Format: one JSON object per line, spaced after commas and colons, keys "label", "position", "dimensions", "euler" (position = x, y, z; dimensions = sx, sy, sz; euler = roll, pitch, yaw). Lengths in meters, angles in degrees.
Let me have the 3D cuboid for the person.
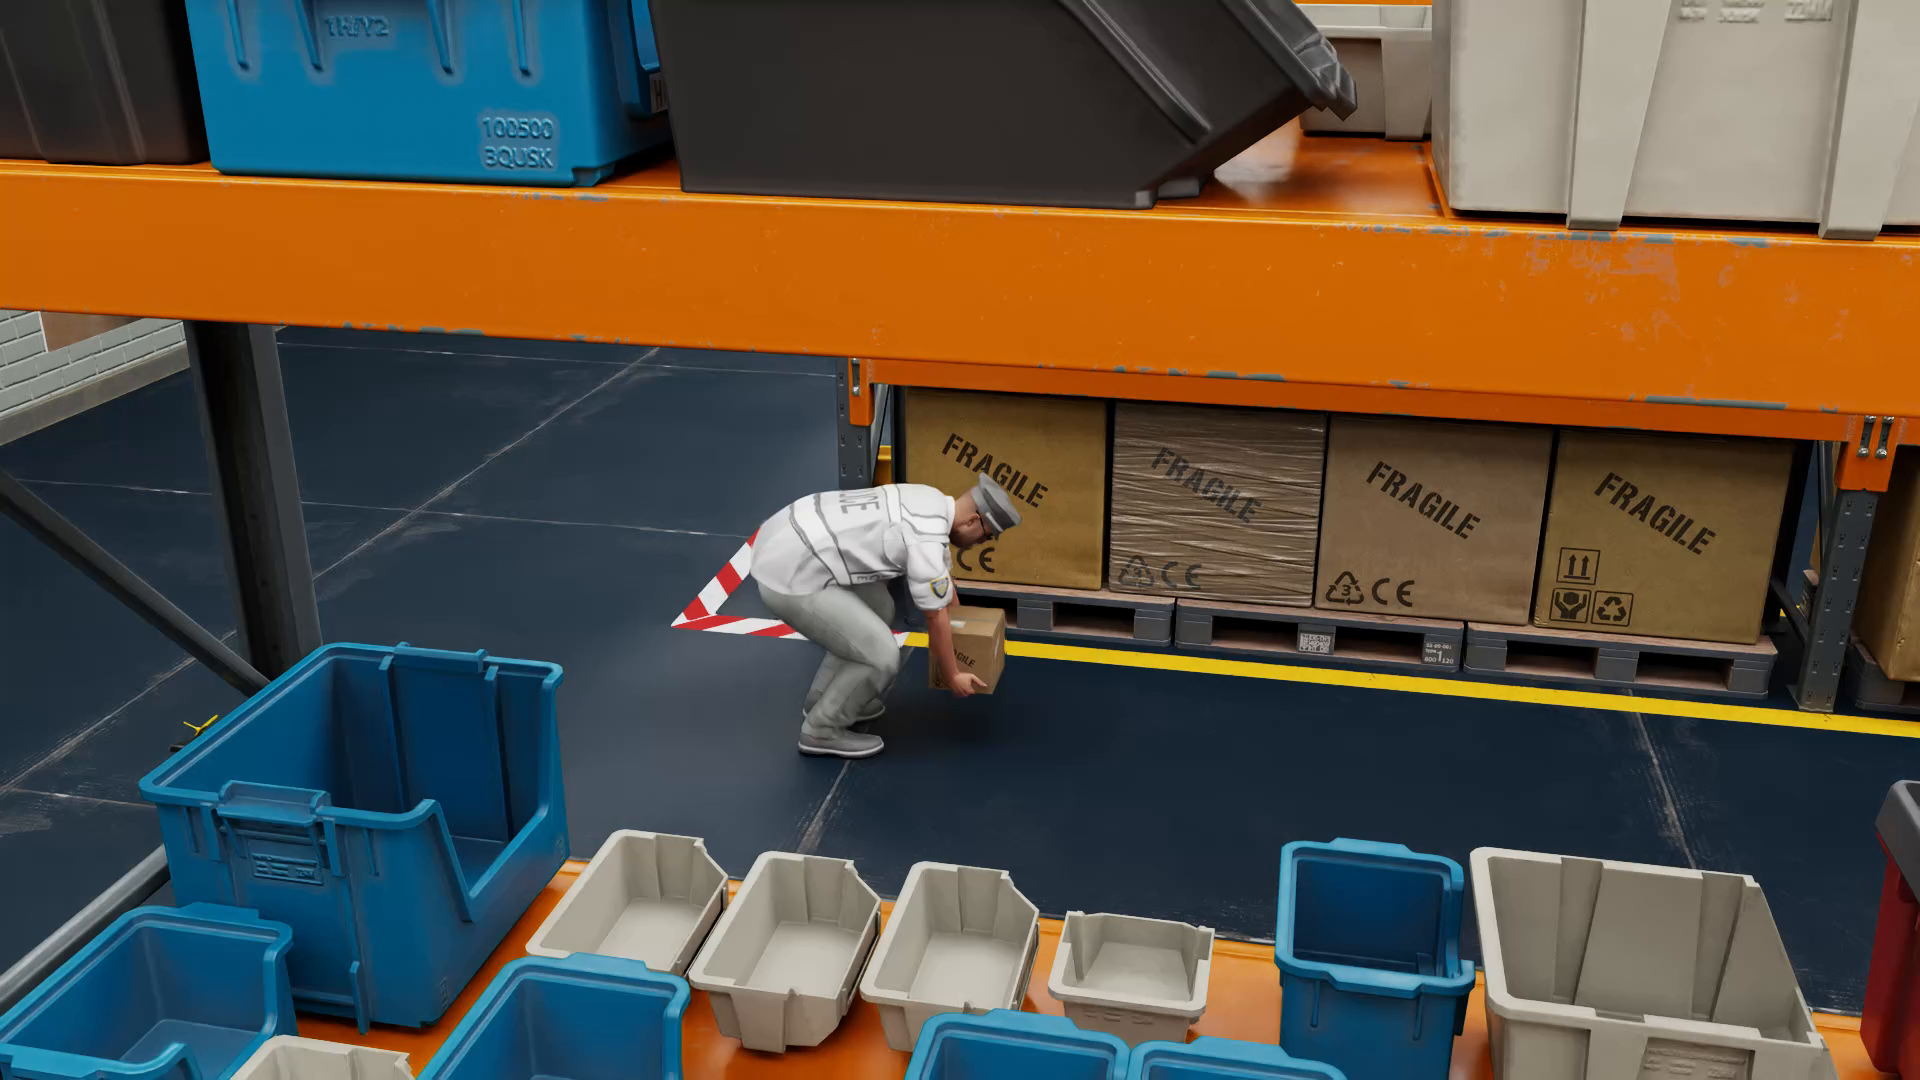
{"label": "person", "position": [-0.274, 0.267, 6.358], "dimensions": [1.032, 1.051, 0.540], "euler": [-2, 22, -5]}
